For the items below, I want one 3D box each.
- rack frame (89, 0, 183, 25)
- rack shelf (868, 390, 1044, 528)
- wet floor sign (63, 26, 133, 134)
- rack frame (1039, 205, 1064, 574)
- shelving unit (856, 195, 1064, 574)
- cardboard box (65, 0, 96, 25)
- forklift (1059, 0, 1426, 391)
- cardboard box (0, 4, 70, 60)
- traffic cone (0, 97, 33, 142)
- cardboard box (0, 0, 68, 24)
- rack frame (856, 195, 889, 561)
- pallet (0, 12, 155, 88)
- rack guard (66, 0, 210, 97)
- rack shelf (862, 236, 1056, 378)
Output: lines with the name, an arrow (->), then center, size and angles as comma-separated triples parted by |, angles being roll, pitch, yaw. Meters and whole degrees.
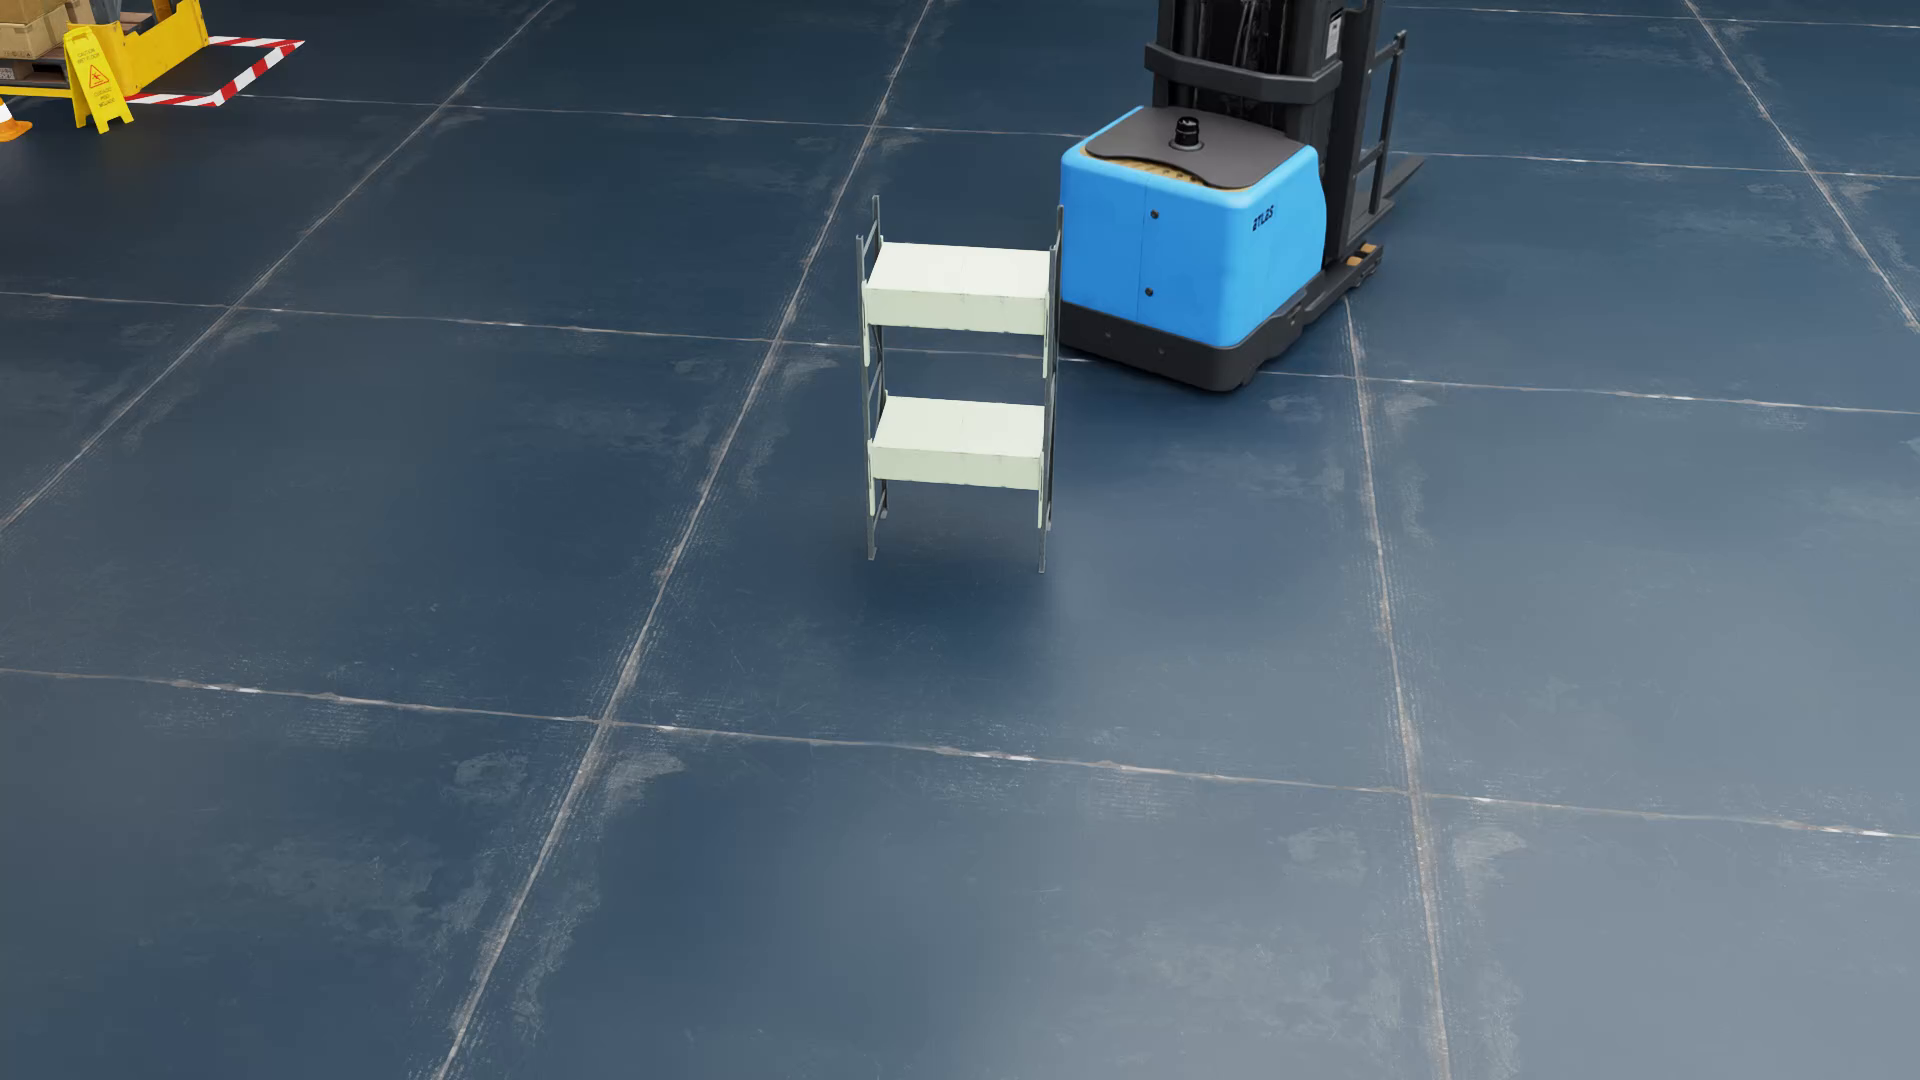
rack frame -> -5.787, -4.641, 11.171 | 0.127, 3.000, 1.000 | 4, 36, 6
rack shelf -> 0.007, -0.345, 7.003 | 0.720, 0.370, 0.431 | 4, 36, 6
wet floor sign -> -5.735, -3.053, 10.972 | 0.232, 0.644, 0.267 | 17, 39, 22
rack frame -> 0.370, -0.583, 6.776 | 0.023, 1.500, 0.400 | 4, 36, 6
shelving unit -> 0.007, -0.610, 6.814 | 0.755, 1.500, 0.431 | 4, 36, 6
cardboard box -> -6.552, -3.912, 12.155 | 0.500, 0.250, 0.500 | 4, 36, 6
forklift -> 1.718, -2.736, 8.561 | 1.130, 2.935, 3.031 | 22, 41, 27
cardboard box -> -6.647, -3.600, 11.717 | 0.500, 0.250, 0.500 | 4, 36, 6
traffic cone -> -6.378, -2.897, 10.911 | 0.334, 0.463, 0.336 | 4, 36, 6
cardboard box -> -6.615, -3.907, 11.503 | 0.500, 0.500, 0.500 | 4, 36, 6
rack frame -> -0.356, -0.637, 6.852 | 0.023, 1.500, 0.400 | 4, 36, 6
pallet -> -6.664, -3.593, 12.102 | 1.213, 0.211, 1.003 | 4, 36, 6
rack guard -> -5.863, -3.630, 11.905 | 0.348, 0.500, 1.175 | 4, 36, 6
rack shelf -> 0.007, -0.928, 6.587 | 0.720, 0.370, 0.431 | 4, 36, 6
